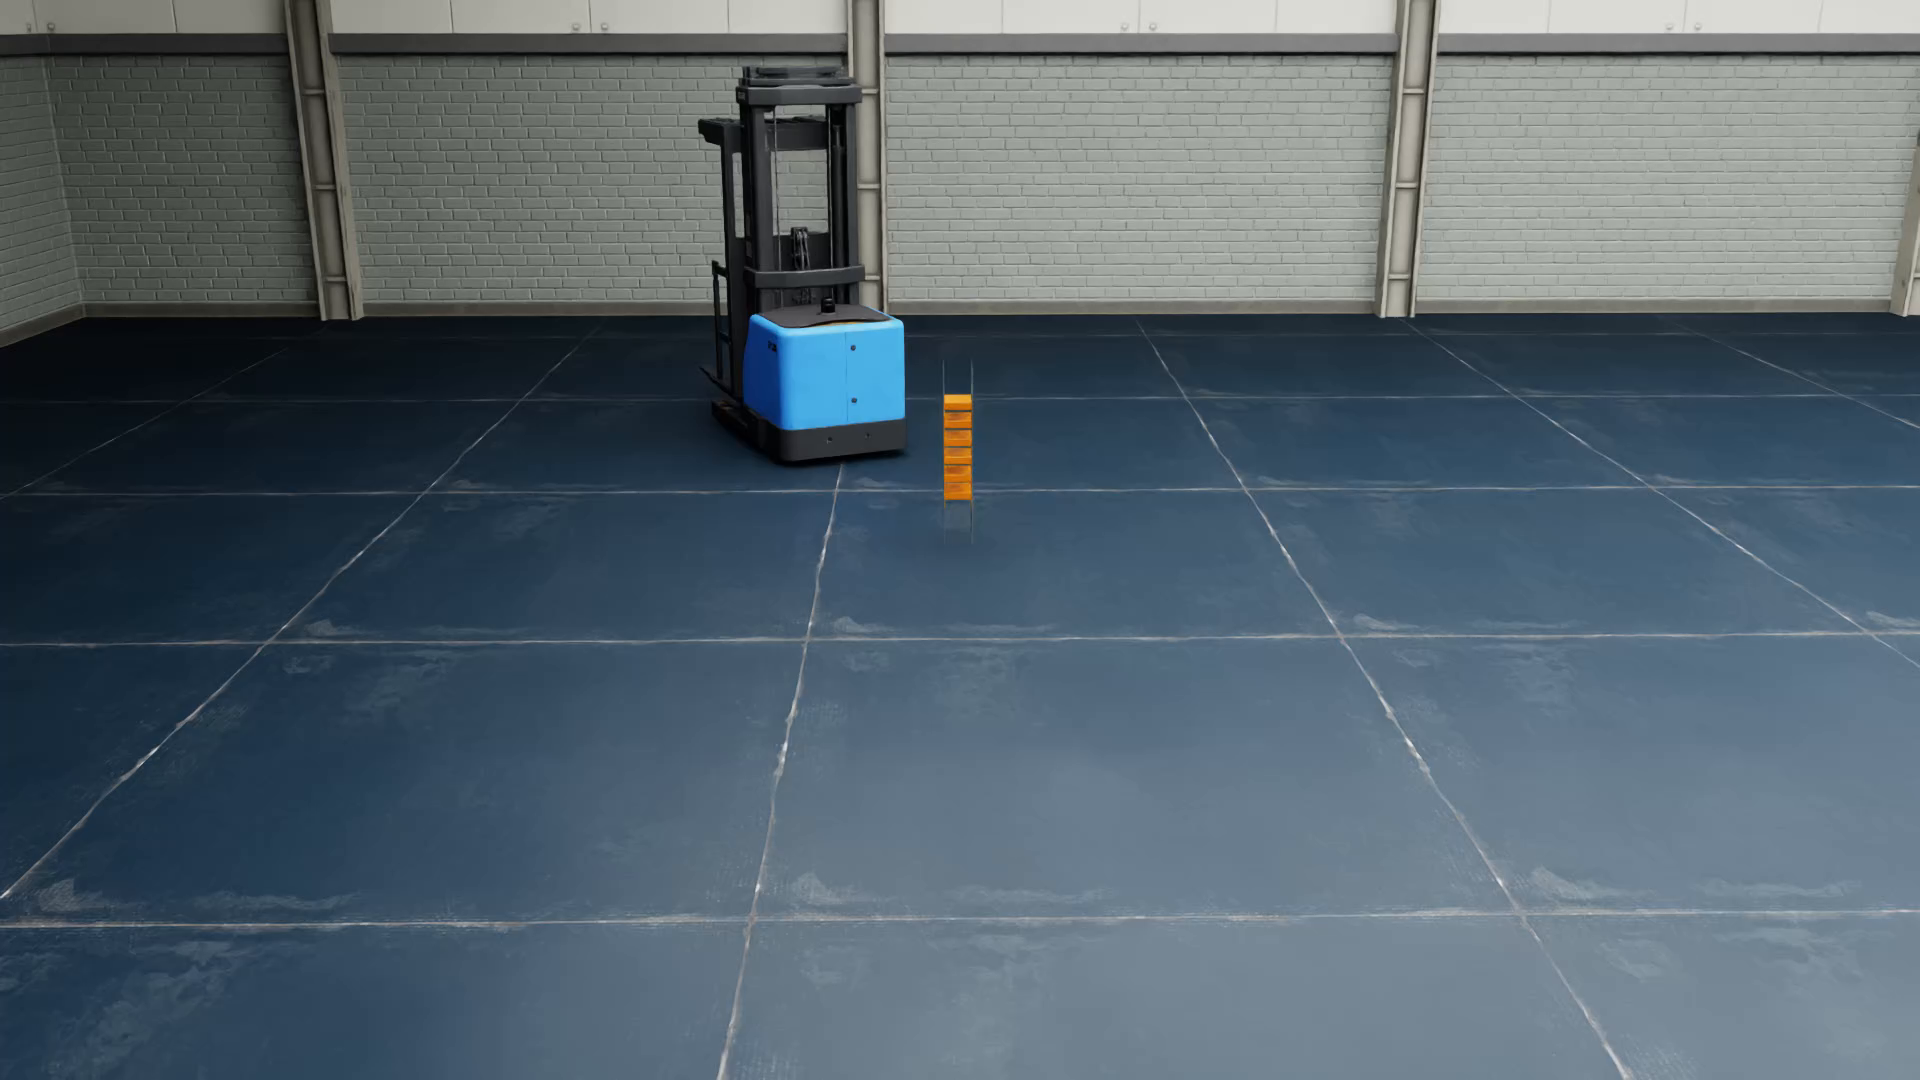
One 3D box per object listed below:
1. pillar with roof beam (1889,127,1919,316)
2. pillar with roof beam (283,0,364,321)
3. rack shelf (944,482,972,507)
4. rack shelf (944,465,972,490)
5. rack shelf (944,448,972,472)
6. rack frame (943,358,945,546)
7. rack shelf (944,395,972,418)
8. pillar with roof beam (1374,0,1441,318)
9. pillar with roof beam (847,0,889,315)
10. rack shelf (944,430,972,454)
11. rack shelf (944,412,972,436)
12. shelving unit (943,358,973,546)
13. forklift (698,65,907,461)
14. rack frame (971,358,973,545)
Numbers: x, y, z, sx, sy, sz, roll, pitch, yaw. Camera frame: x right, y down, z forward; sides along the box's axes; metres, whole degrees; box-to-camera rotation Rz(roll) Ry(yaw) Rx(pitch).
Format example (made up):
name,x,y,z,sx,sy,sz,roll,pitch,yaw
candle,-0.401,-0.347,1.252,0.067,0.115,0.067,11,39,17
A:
name,x,y,z,sx,sy,sz,roll,pitch,yaw
pillar with roof beam,11.049,-5.579,13.708,0.400,9.000,9.100,0,18,-1
pillar with roof beam,-6.949,-5.492,13.437,0.400,9.000,9.100,0,18,-1
rack shelf,-0.014,-0.300,10.951,0.180,0.103,0.258,0,18,-1
rack shelf,-0.014,-0.415,10.914,0.180,0.103,0.258,0,18,-1
rack shelf,-0.014,-0.529,10.878,0.180,0.103,0.258,0,18,-1
rack frame,-0.106,-0.571,10.863,0.006,1.200,0.240,0,18,-1
rack shelf,-0.014,-0.872,10.768,0.180,0.103,0.258,0,18,-1
pillar with roof beam,5.050,-5.550,13.618,0.400,9.000,9.100,0,18,-1
pillar with roof beam,-0.949,-5.521,13.527,0.400,9.000,9.100,0,18,-1
rack shelf,-0.014,-0.643,10.841,0.180,0.103,0.258,0,18,-1
rack shelf,-0.014,-0.757,10.804,0.180,0.103,0.258,0,18,-1
shelving unit,-0.014,-0.571,10.864,0.189,1.200,0.258,0,18,-1
forklift,-1.477,-2.409,13.758,1.130,2.935,3.031,-8,19,-23
rack frame,0.077,-0.572,10.865,0.006,1.200,0.240,0,18,-1
